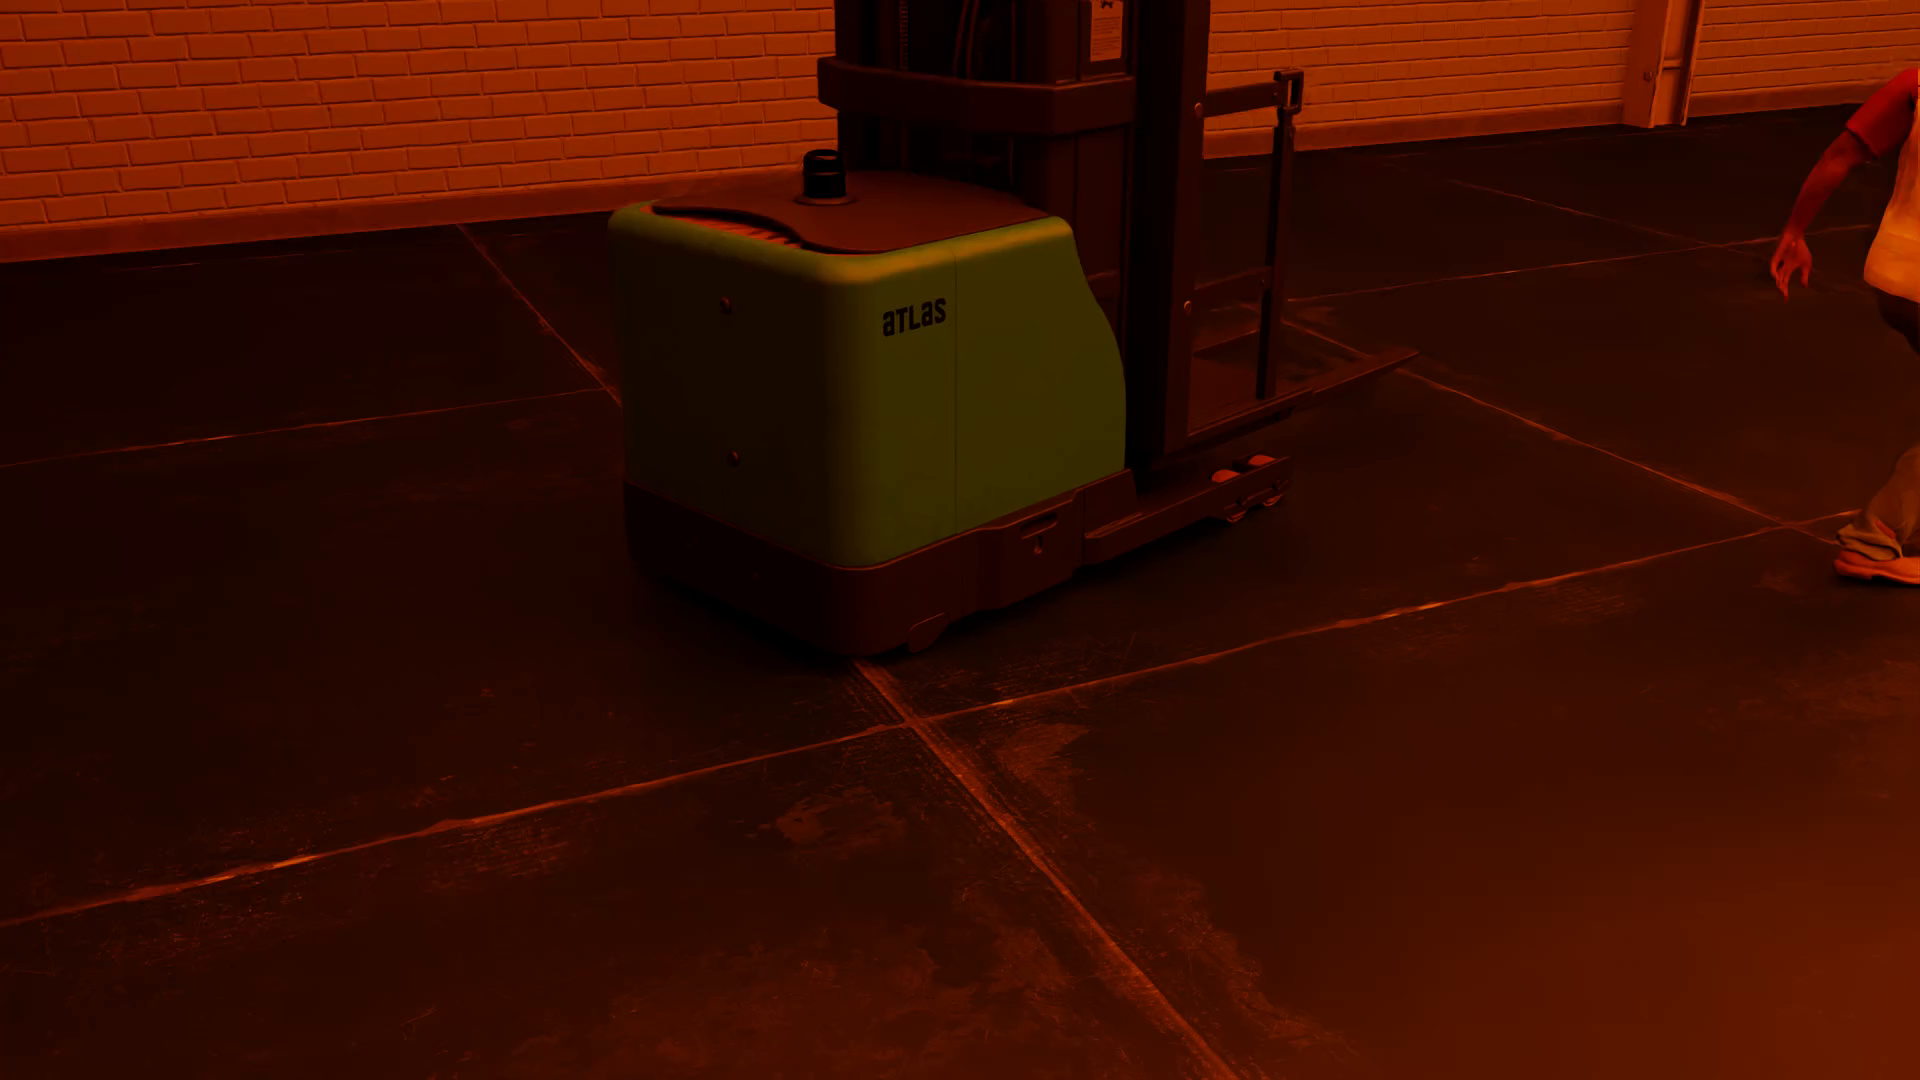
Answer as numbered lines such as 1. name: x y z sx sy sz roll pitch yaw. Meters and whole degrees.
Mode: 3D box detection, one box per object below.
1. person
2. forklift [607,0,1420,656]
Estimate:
1. person: 2.762 -0.675 4.585 0.865 1.761 0.628 -8 24 -19
2. forklift: 0.425 -1.531 4.971 1.130 2.935 3.031 21 30 40
